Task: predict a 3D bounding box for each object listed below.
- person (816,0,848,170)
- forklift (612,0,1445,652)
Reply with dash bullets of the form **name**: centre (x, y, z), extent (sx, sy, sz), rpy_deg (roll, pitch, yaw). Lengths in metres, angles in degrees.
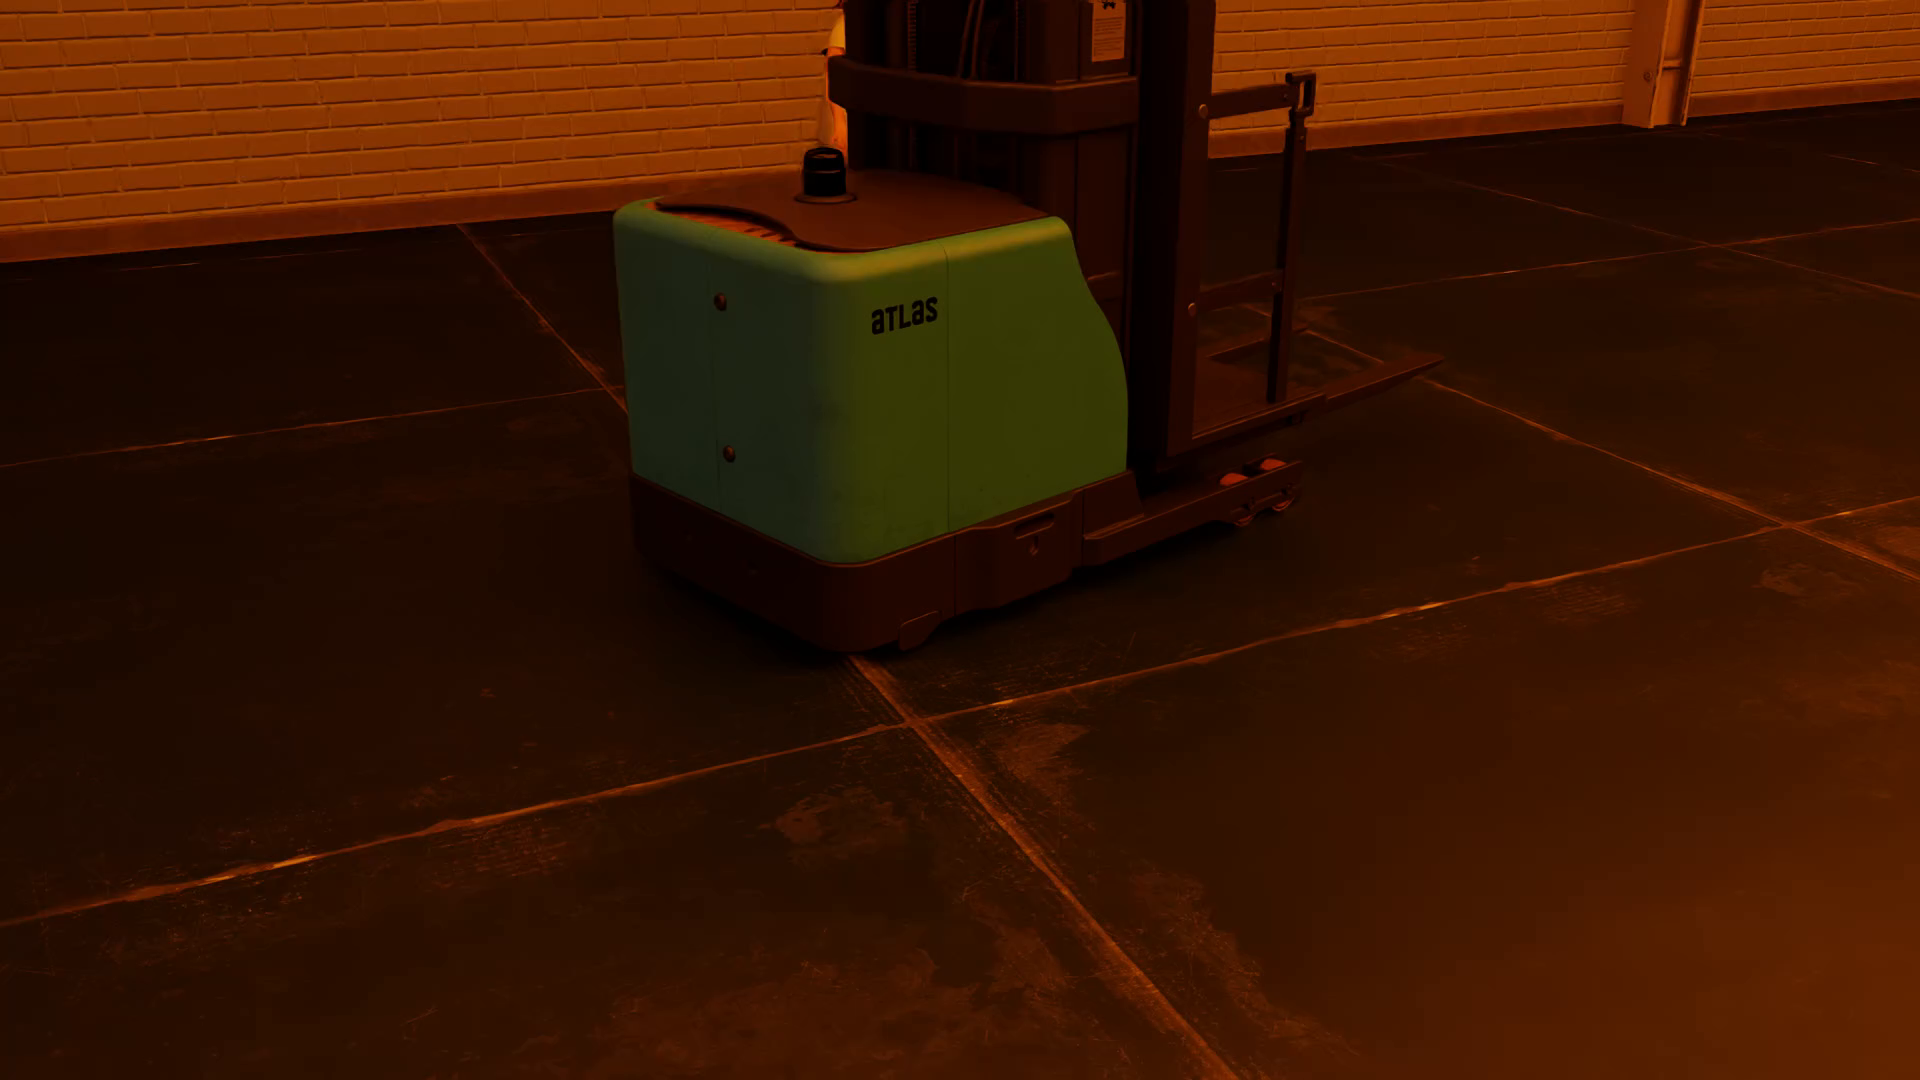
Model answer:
- **person**: centre (-0.329, -1.809, 7.490), extent (0.748, 1.519, 0.676), rpy_deg (-6, 23, -14)
- **forklift**: centre (0.461, -1.526, 4.959), extent (3.031, 2.935, 1.130), rpy_deg (-20, 30, -39)
